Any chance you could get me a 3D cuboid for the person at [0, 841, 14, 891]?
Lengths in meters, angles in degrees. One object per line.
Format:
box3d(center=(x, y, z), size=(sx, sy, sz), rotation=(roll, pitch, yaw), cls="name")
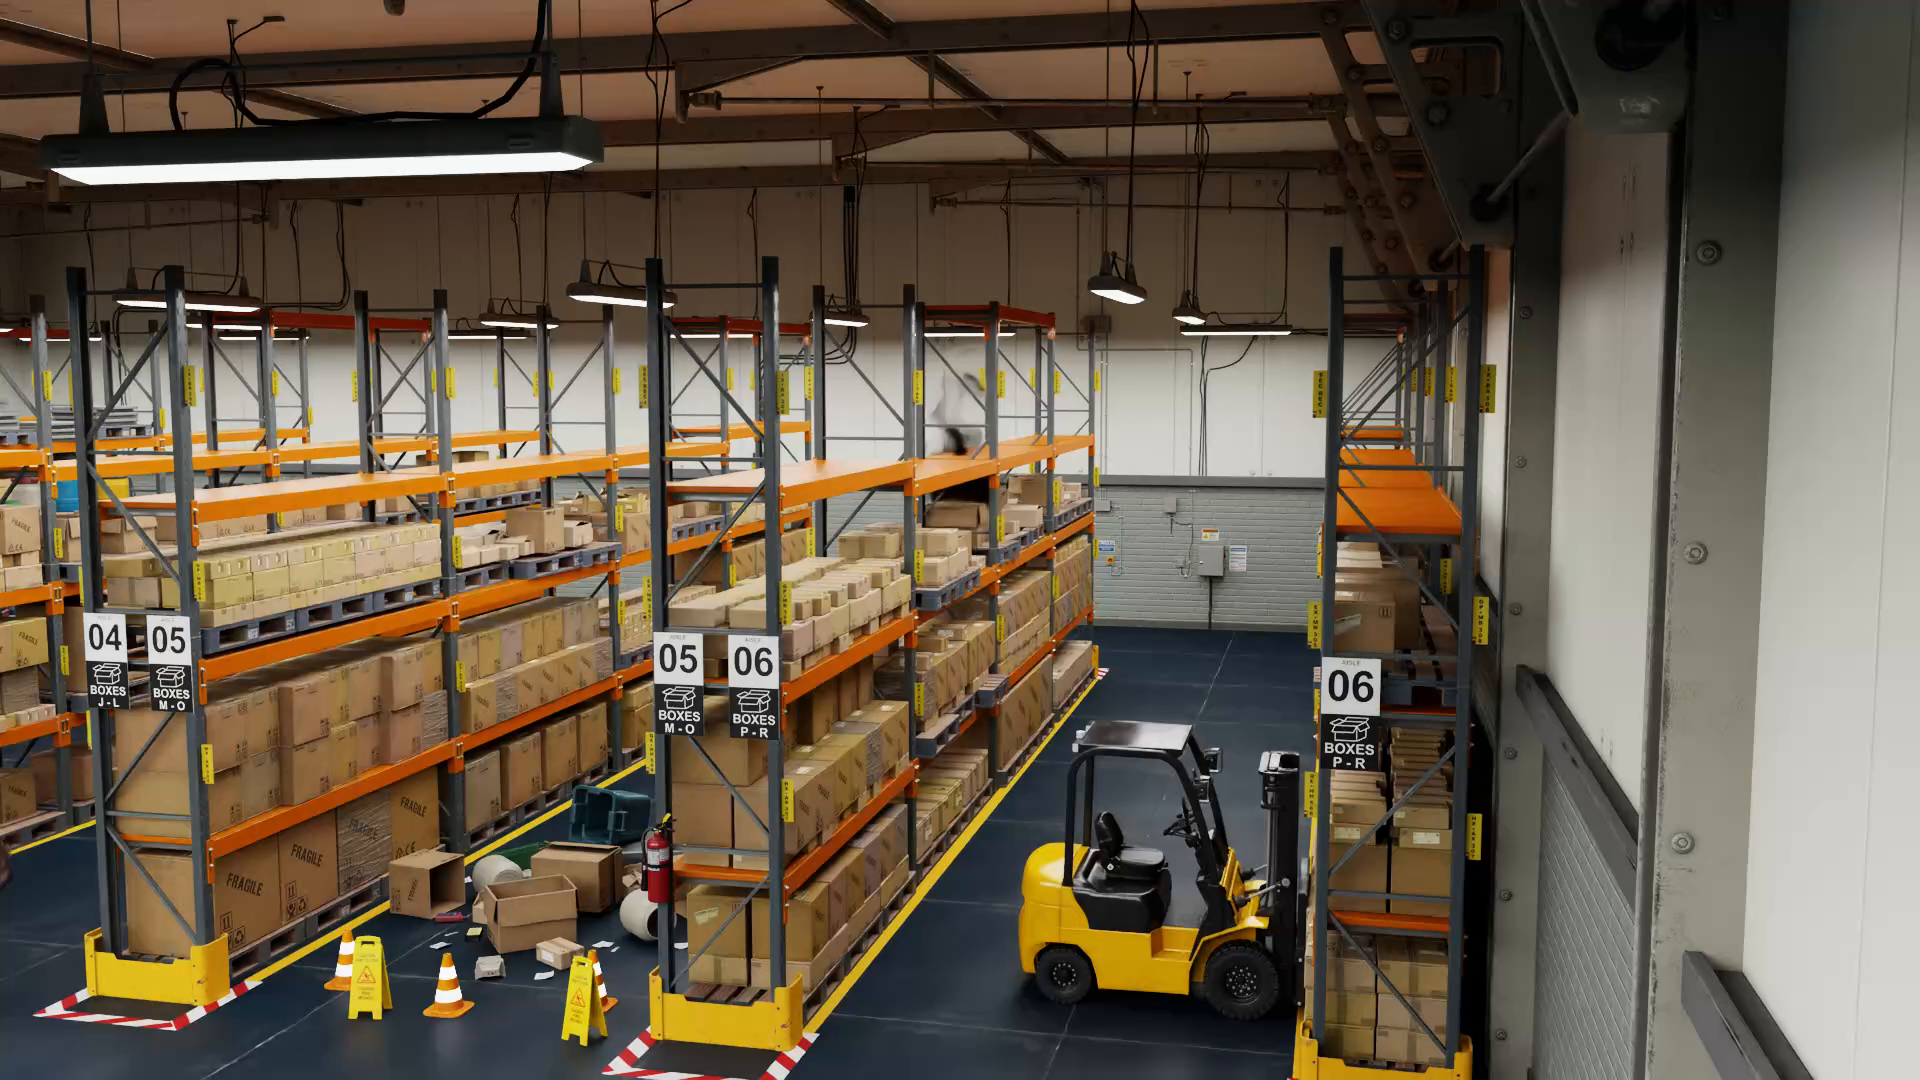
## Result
box3d(center=(-7.957, 2.974, 13.298), size=(0.740, 1.751, 0.583), rotation=(0, 6, -3), cls="person")
